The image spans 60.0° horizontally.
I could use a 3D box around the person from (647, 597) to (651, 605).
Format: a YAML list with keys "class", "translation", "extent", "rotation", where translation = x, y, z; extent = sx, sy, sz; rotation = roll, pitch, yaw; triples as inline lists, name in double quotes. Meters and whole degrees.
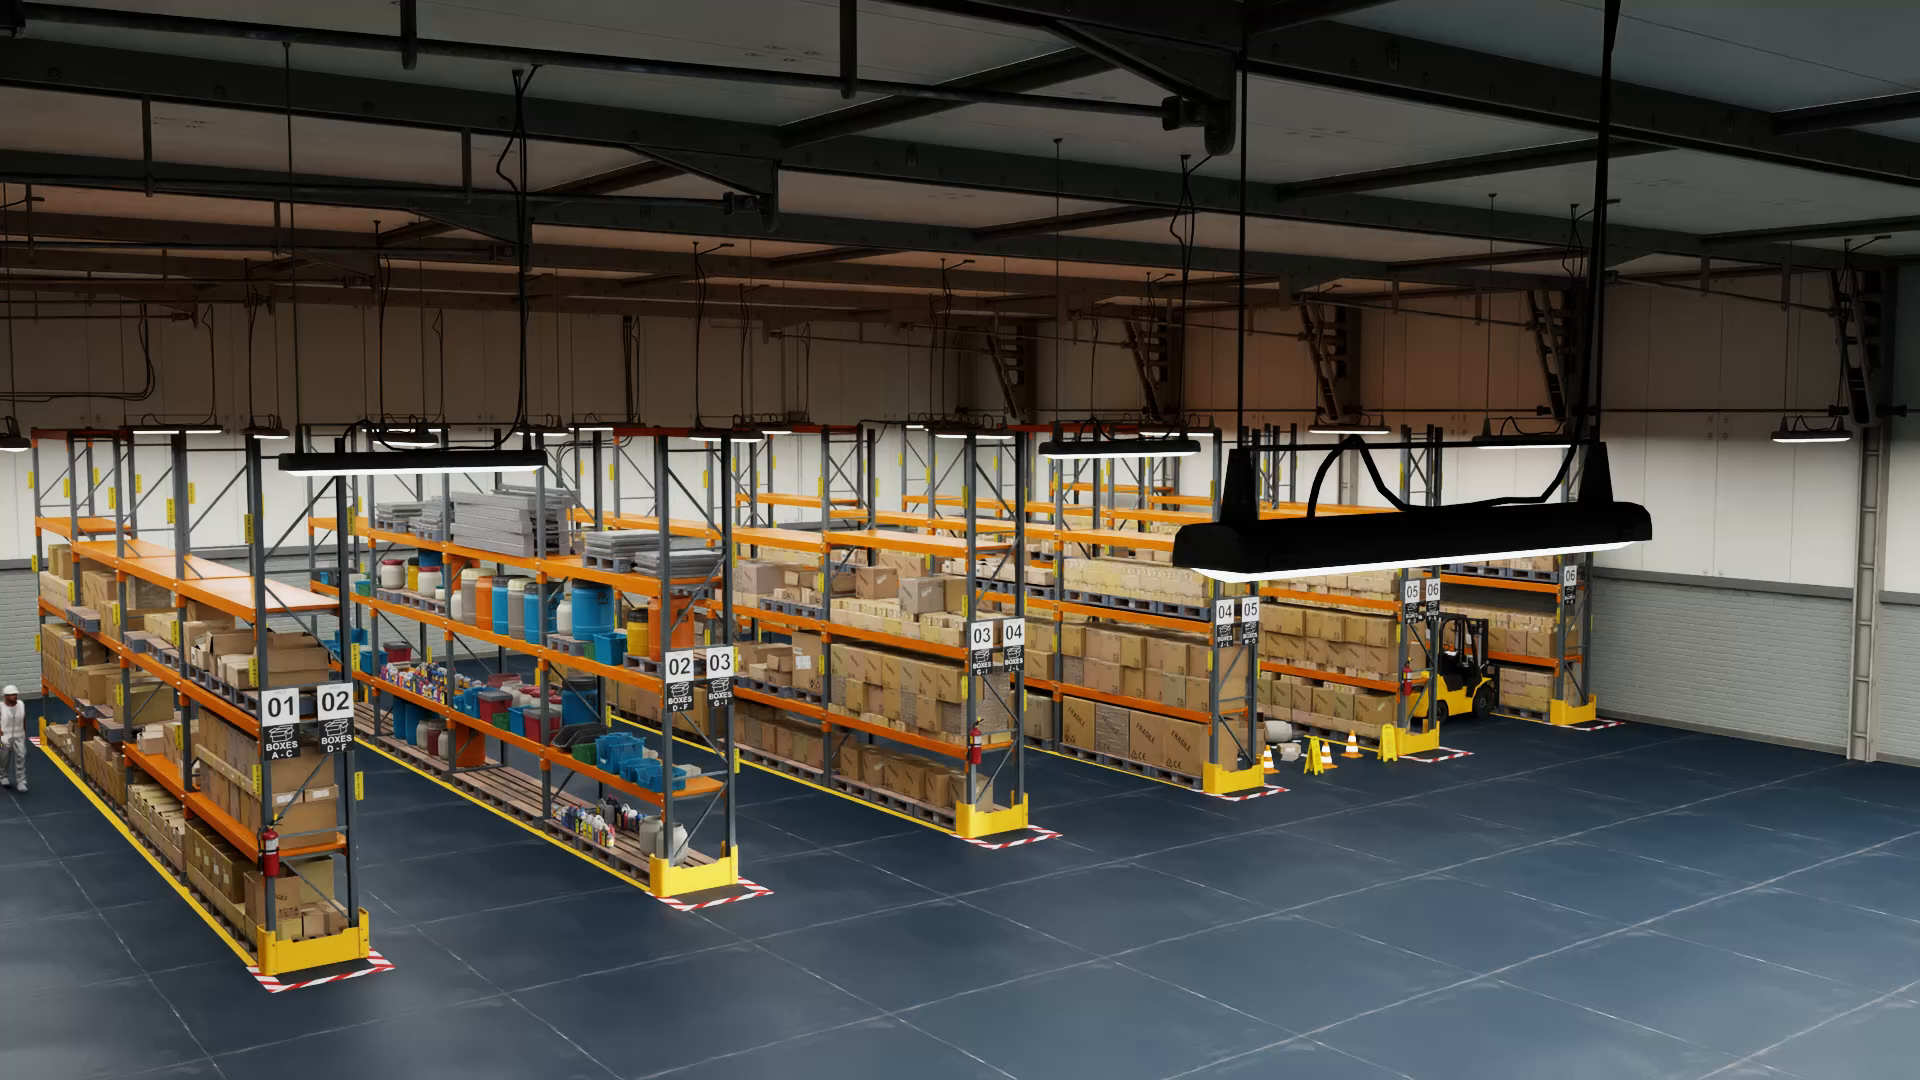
- class: "person"
  translation: [-7.540, 2.261, 40.803]
  extent: [0.428, 1.728, 0.570]
  rotation: [-3, 5, -35]

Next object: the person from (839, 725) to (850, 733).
- class: "person"
  translation: [-2.140, 3.034, 31.772]
  extent: [0.540, 1.641, 0.534]
  rotation: [-4, 6, -42]

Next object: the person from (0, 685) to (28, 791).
- class: "person"
  translation: [-15.782, 3.278, 27.703]
  extent: [0.963, 1.732, 0.545]
  rotation: [4, 6, 44]
